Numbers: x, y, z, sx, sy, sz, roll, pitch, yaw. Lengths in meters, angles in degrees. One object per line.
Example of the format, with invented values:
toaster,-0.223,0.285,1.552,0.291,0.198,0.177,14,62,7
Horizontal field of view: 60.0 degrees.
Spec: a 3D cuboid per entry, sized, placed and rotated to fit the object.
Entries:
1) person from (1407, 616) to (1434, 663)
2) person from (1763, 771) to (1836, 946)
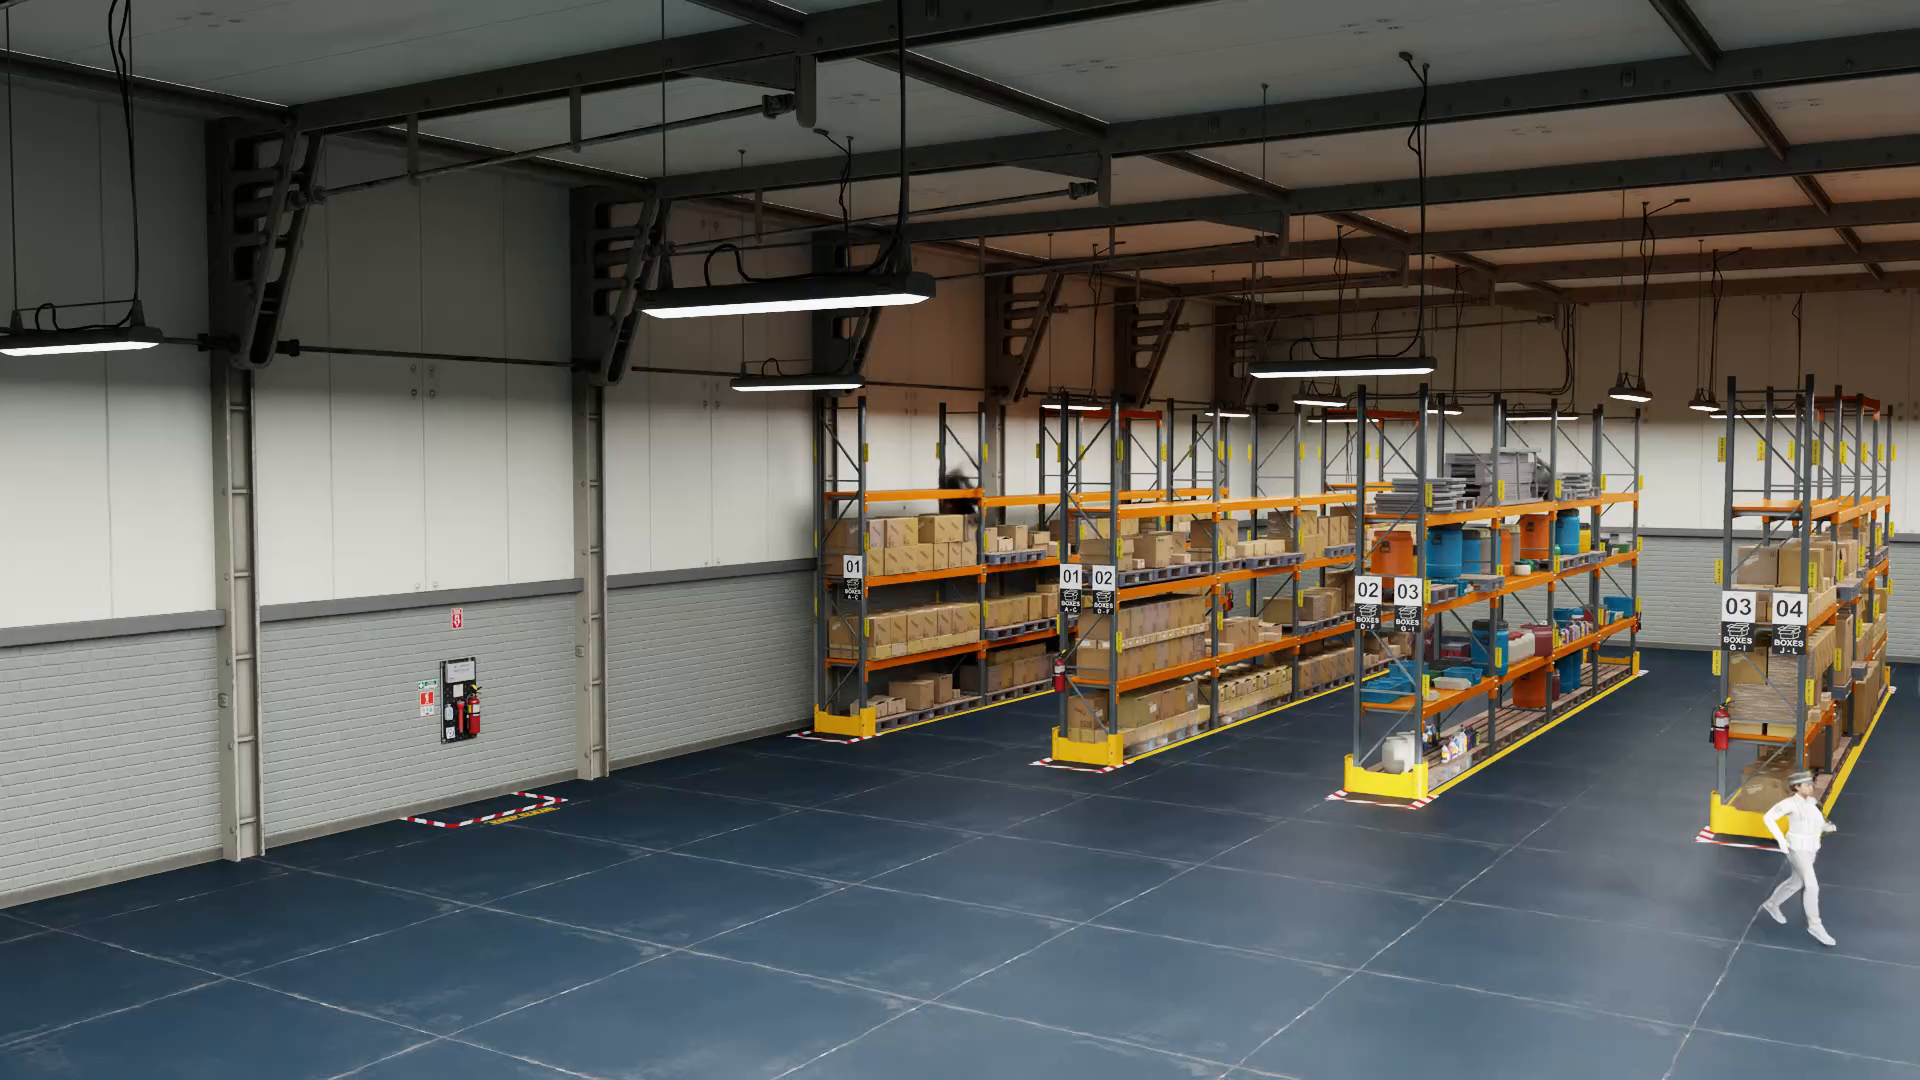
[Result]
person,9.577,2.322,34.409,0.720,1.746,0.913,1,3,26
person,8.711,3.234,17.221,0.598,1.724,0.852,-2,4,-31
